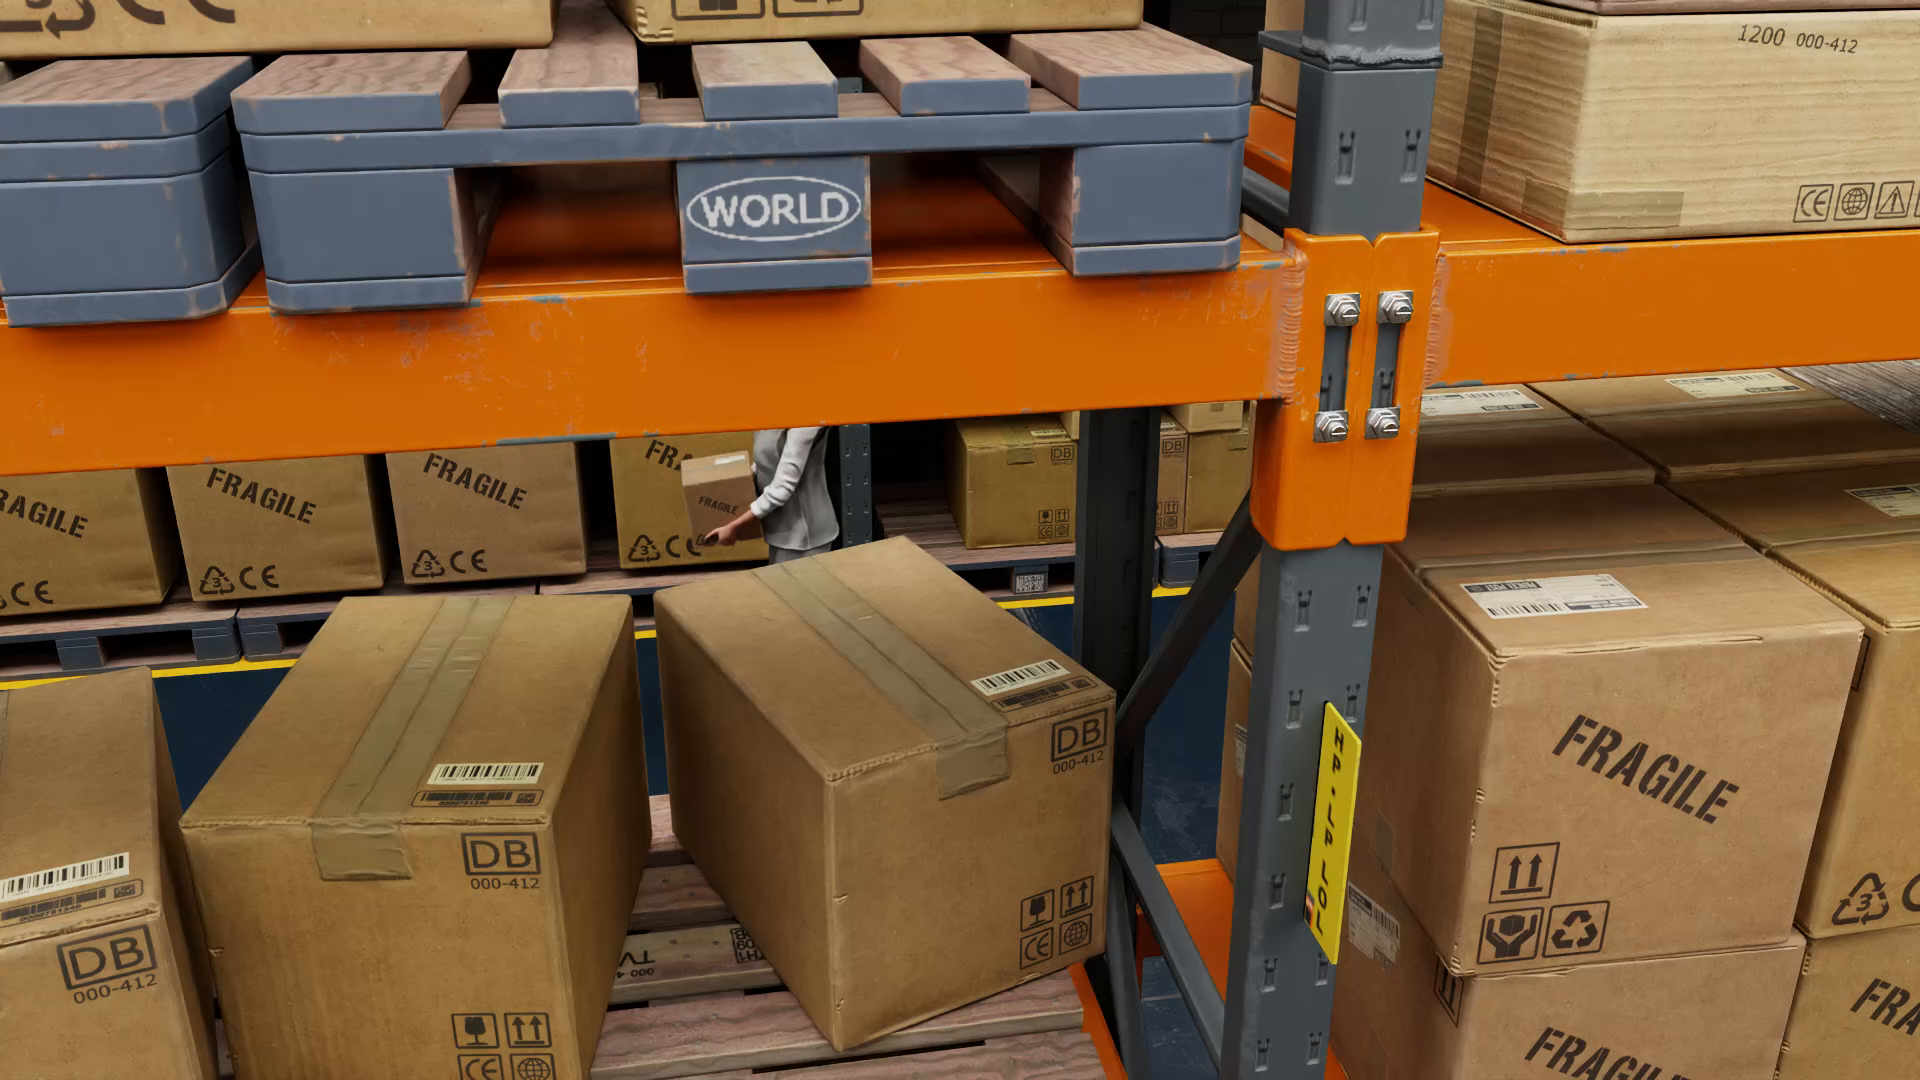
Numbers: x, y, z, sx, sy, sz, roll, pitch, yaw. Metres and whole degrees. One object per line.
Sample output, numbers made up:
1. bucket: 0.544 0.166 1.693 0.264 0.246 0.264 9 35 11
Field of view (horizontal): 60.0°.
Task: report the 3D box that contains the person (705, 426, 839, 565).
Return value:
1. person: -0.691 -0.006 6.124 0.492 1.594 0.419 -4 24 -9
